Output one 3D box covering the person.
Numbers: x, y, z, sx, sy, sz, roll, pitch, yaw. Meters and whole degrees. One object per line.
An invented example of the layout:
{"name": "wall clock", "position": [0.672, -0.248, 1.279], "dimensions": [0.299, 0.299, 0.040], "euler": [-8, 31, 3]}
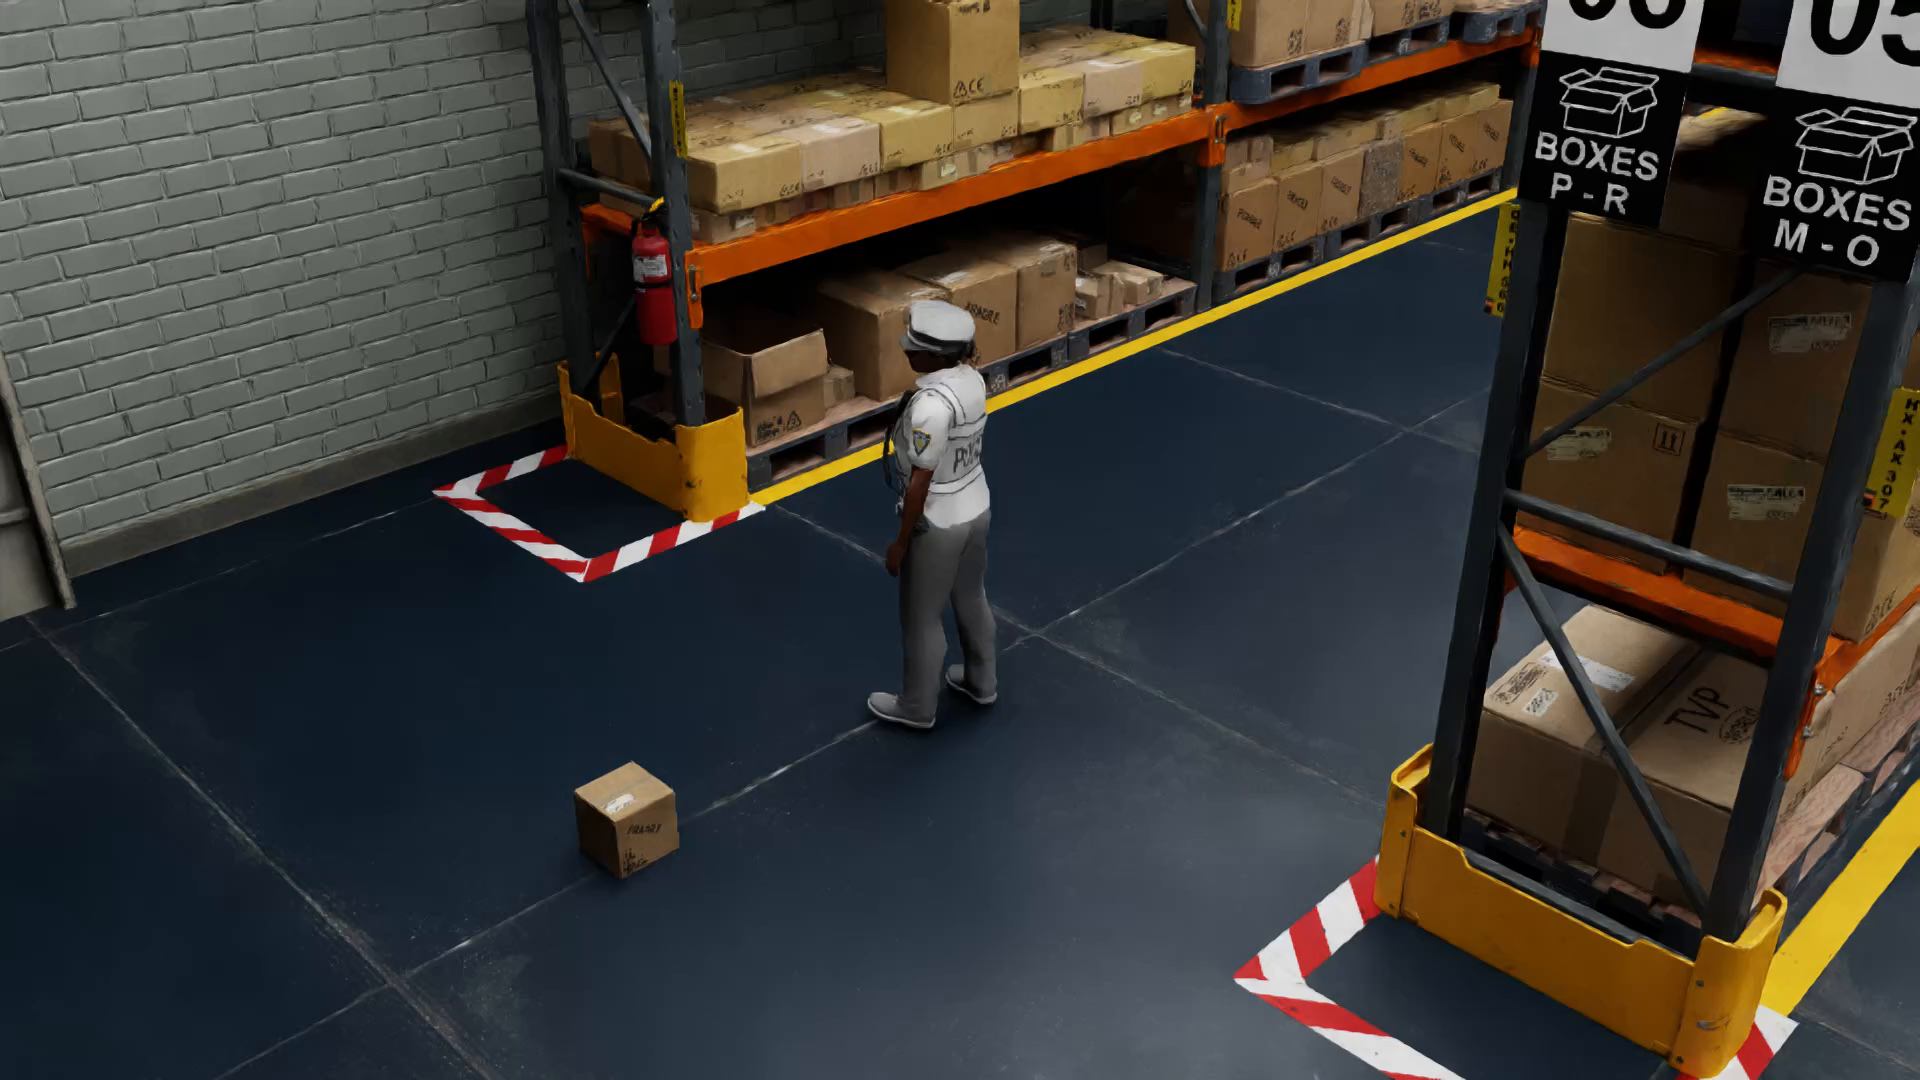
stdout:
{"name": "person", "position": [-0.103, -0.079, 6.213], "dimensions": [0.437, 1.673, 0.535], "euler": [12, 30, 22]}
